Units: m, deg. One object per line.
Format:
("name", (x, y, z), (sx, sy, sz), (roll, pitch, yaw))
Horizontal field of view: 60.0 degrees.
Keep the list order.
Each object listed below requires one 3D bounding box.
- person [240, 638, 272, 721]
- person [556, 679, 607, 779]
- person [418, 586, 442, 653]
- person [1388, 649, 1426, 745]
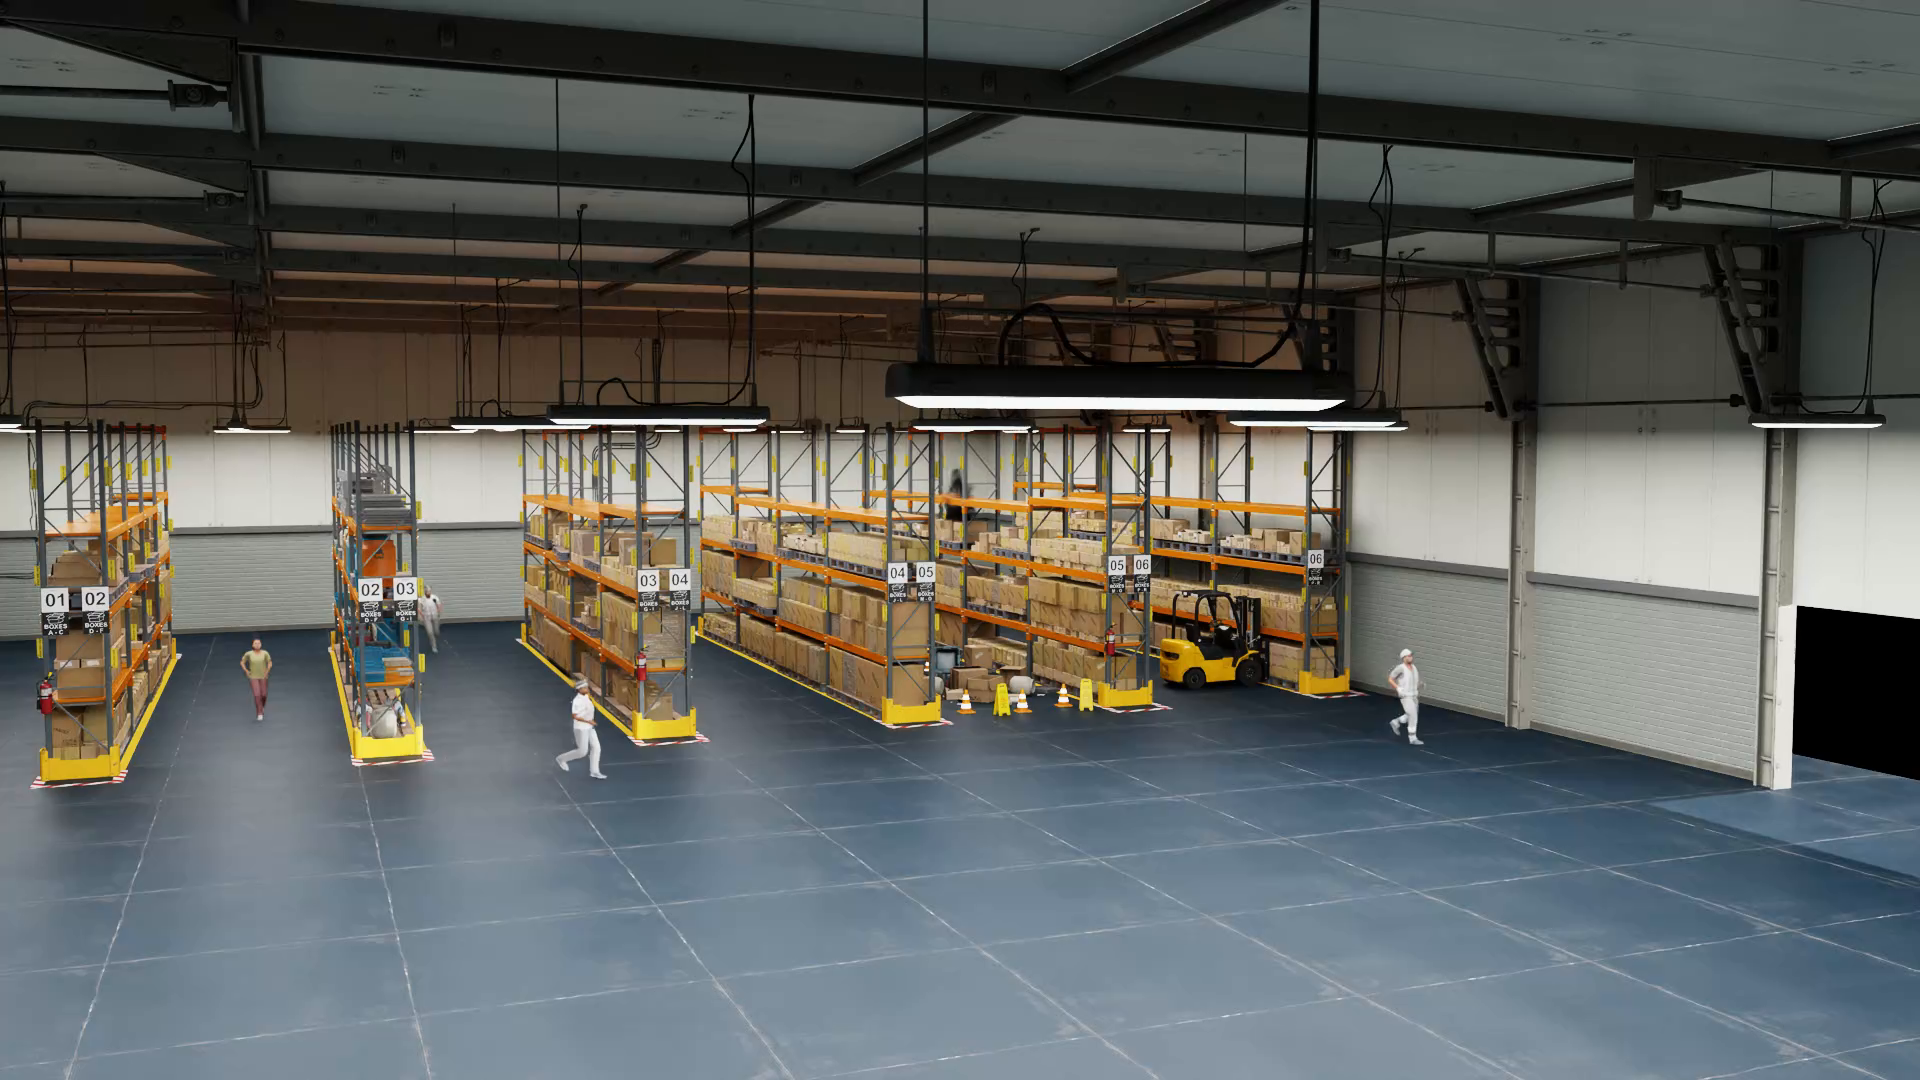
("person", (-14.239, 2.799, 33.678), (0.588, 1.651, 0.688), (-2, 4, -30))
("person", (-6.331, 3.159, 27.839), (0.856, 1.694, 0.590), (1, 4, 10))
("person", (-14.146, 2.092, 44.296), (0.673, 1.777, 0.825), (-2, 4, -32))
("person", (8.311, 2.911, 30.957), (0.668, 1.758, 0.849), (-3, 4, -36))
